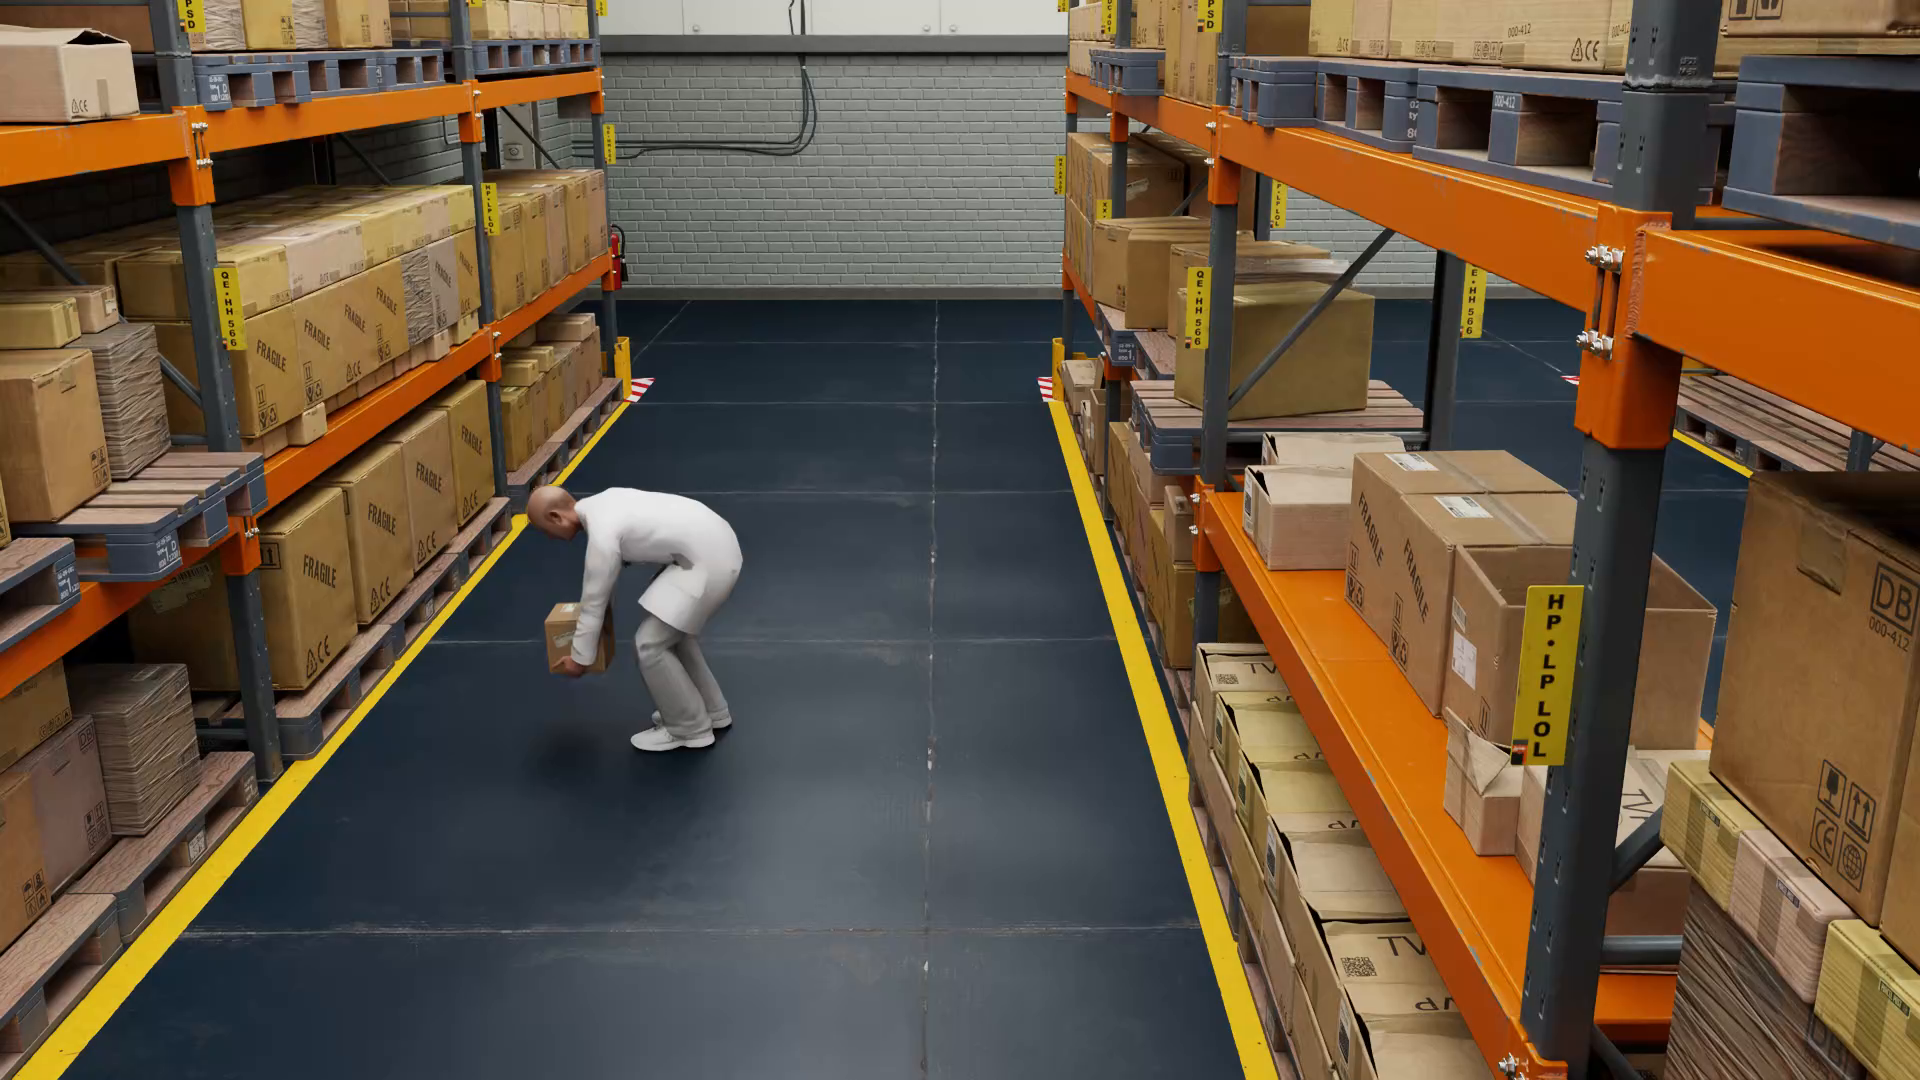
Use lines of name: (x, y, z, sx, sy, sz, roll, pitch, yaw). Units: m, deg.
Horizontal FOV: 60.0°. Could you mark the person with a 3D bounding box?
person: (-1.434, 0.328, 7.467, 0.926, 1.209, 0.571, -1, 17, -3)
